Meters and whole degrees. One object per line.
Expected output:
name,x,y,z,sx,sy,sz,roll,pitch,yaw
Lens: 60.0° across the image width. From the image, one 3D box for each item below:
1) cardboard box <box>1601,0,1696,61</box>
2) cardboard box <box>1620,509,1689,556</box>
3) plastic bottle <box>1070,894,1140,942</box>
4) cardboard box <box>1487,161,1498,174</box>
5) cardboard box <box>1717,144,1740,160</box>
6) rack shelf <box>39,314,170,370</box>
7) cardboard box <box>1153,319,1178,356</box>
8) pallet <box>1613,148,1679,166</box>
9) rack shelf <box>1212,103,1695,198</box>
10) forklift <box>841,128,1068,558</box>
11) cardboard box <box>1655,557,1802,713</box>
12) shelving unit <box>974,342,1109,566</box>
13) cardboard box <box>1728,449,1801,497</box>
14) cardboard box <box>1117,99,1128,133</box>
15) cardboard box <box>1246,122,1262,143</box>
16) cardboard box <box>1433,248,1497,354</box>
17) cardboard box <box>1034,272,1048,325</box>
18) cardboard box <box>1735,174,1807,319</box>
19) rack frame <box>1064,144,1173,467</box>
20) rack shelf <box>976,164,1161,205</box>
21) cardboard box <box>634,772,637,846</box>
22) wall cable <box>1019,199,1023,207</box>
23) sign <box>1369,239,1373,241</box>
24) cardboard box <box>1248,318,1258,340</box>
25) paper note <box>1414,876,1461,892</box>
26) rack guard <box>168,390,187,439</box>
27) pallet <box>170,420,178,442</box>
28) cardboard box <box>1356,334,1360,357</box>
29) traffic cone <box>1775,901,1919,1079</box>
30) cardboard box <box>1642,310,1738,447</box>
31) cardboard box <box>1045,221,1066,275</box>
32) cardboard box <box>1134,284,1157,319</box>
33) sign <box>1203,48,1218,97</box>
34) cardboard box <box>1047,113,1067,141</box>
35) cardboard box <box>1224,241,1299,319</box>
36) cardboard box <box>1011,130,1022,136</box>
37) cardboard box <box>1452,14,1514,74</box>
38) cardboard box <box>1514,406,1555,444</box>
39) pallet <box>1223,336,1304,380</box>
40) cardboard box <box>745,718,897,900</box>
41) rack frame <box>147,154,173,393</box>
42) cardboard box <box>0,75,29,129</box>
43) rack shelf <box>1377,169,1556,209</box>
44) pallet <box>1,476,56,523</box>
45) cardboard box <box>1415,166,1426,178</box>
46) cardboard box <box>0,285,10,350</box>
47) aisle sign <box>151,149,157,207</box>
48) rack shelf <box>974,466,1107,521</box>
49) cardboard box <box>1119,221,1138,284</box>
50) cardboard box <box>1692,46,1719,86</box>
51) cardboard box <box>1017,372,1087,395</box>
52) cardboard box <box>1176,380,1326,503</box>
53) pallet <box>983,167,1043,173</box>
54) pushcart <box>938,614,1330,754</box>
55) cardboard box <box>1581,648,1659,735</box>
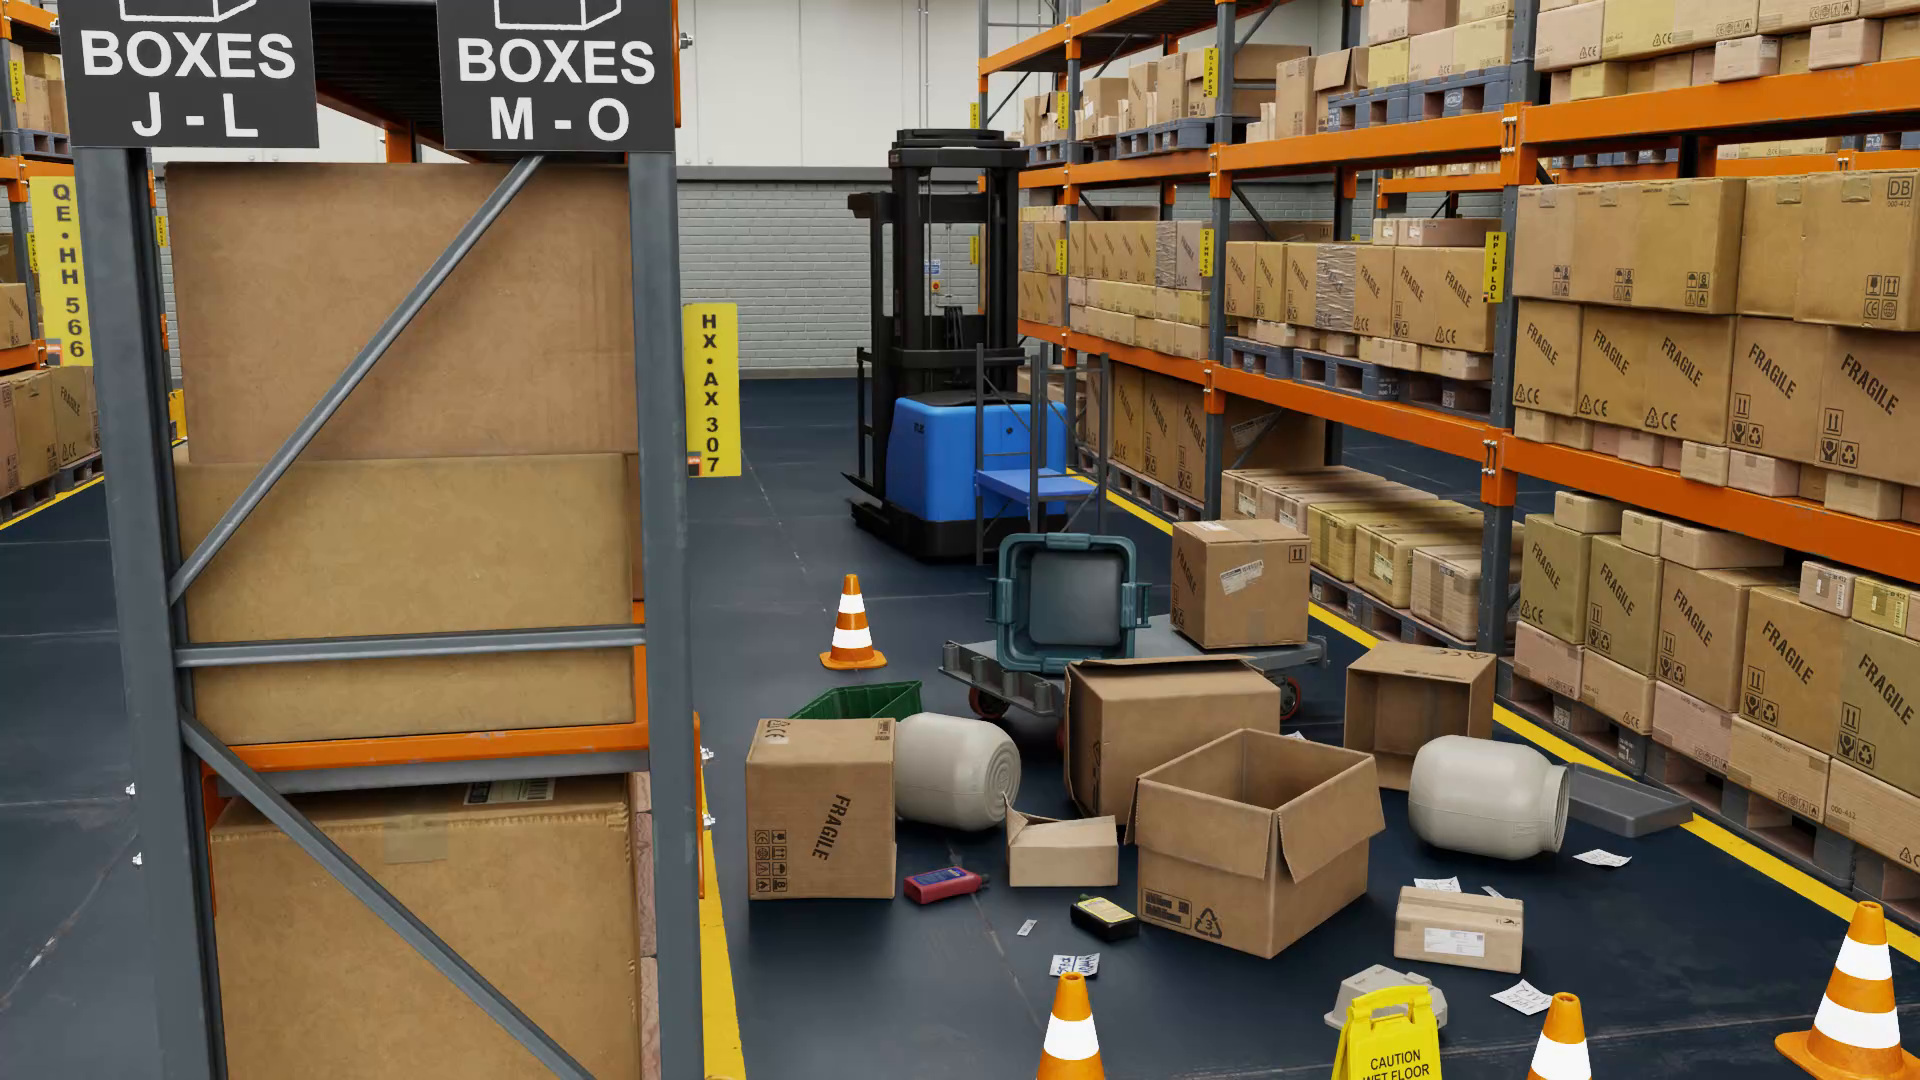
cardboard box,2.974,-2.090,6.740,0.500,0.250,0.500,-2,11,-11
cardboard box,2.964,-0.035,6.846,0.380,0.149,0.250,-2,11,-9
plastic bottle,0.459,1.242,5.507,0.133,0.061,0.283,-6,13,-31
cardboard box,5.845,-3.973,17.698,0.380,0.149,0.250,-2,11,-9
cardboard box,6.604,-3.313,13.961,0.500,0.250,0.500,-2,11,-11
rack shelf,-8.618,-1.850,15.816,1.077,0.370,4.000,-2,11,-11
cardboard box,1.802,-1.566,12.802,0.500,0.250,0.500,-2,11,-10
pallet,6.622,-3.447,14.764,1.213,0.211,1.003,-2,11,-11
rack shelf,2.658,-2.216,9.720,1.077,0.370,4.000,-2,11,-11
forklift,-0.201,-1.551,12.509,1.130,2.935,3.031,-4,11,-18
cardboard box,3.112,0.358,6.520,0.500,0.500,0.500,-2,11,-8
shelving unit,0.509,-0.486,10.741,0.538,1.500,1.048,-4,11,-18
cardboard box,3.110,-0.256,6.193,0.380,0.149,0.250,-2,11,-11
cardboard box,1.503,-3.463,13.580,0.396,0.266,0.258,-1,11,-6
cardboard box,2.164,-2.749,11.268,0.380,0.149,0.250,-2,11,-11
cardboard box,2.732,-1.207,8.331,0.500,0.500,0.500,-2,11,-12
cardboard box,1.045,-2.416,16.599,0.500,0.500,0.500,-2,11,-12
cardboard box,3.260,-1.047,5.940,0.700,0.500,0.500,-2,11,-11
rack frame,1.491,-2.197,15.715,1.000,3.000,0.127,-2,11,-11
rack shelf,1.102,-3.684,17.429,1.077,0.370,4.000,-2,11,-11
cardboard box,-1.556,0.590,5.635,0.875,0.875,0.875,-2,11,-11
wall cable,0.983,-4.516,25.186,0.588,1.984,0.122,-2,11,-11
sign,5.049,-3.517,20.337,0.100,0.325,0.005,-2,11,-11
cardboard box,2.172,-1.426,11.217,0.380,0.149,0.250,-3,11,-15
paper note,1.671,1.206,5.808,0.148,0.019,0.142,2,11,9
rack guard,-9.012,-1.346,17.933,1.175,0.500,0.348,-2,11,-11
pallet,-8.775,-1.056,17.181,1.003,0.211,1.213,-2,11,-11
cardboard box,2.542,-1.136,9.693,0.380,0.149,0.250,-3,11,-13
traffic cone,2.476,1.219,4.557,0.336,0.463,0.334,-2,11,-11
cardboard box,3.065,-0.650,6.526,0.500,0.500,0.500,-2,11,-11
cardboard box,1.129,-2.813,16.014,0.500,0.500,0.500,-2,11,-11
cardboard box,1.703,-1.902,13.229,0.500,0.250,0.500,-2,11,-12
sign,1.723,-3.211,11.426,0.100,0.325,0.005,-2,11,-11
cardboard box,1.053,-3.965,15.953,0.396,0.266,0.258,-2,11,-9
cardboard box,2.130,-1.774,11.306,0.500,0.500,0.500,-2,11,-13
cardboard box,0.889,-4.506,18.838,0.500,0.250,0.500,-3,11,-16
cardboard box,2.792,-2.437,8.236,0.500,0.250,0.500,-2,11,-12
cardboard box,2.794,-0.537,7.665,0.380,0.149,0.250,-2,11,-11
pallet,2.512,-1.242,11.212,1.213,0.211,1.003,-2,11,-11
cardboard box,-0.480,0.943,5.897,0.500,0.500,0.500,0,11,-1
rack frame,-9.007,-2.570,17.676,1.000,3.000,0.127,-2,11,-11
cardboard box,-8.441,-3.756,14.226,0.700,0.500,0.500,-3,11,-14
rack shelf,5.971,-3.865,18.381,1.077,0.370,4.000,-2,11,-11
pallet,-8.005,-0.328,13.353,1.003,0.211,1.213,-2,11,-11
cardboard box,5.473,-4.250,19.155,0.380,0.149,0.250,-2,11,-10
cardboard box,-7.781,-1.719,12.936,0.500,0.500,0.500,-2,11,-9
aisle sign,-8.727,-3.871,17.560,0.394,0.787,0.004,-2,11,-11
rack shelf,0.509,-0.310,10.774,0.538,0.185,1.000,-4,11,-18
cardboard box,1.623,-2.367,13.668,0.500,0.500,0.500,-2,11,-12
cardboard box,3.071,-1.825,6.413,0.380,0.149,0.250,-2,11,-13
cardboard box,1.126,-1.593,18.273,0.875,0.438,0.875,-2,11,-9
cardboard box,2.216,-0.755,12.701,0.875,0.875,0.875,-2,11,-12
pallet,0.868,-4.225,18.584,1.003,0.211,1.213,-2,11,-11
pushcart,0.821,0.651,7.768,1.648,0.377,0.936,-6,13,-31
cardboard box,3.012,0.631,7.092,0.500,0.250,0.500,-1,11,-8
